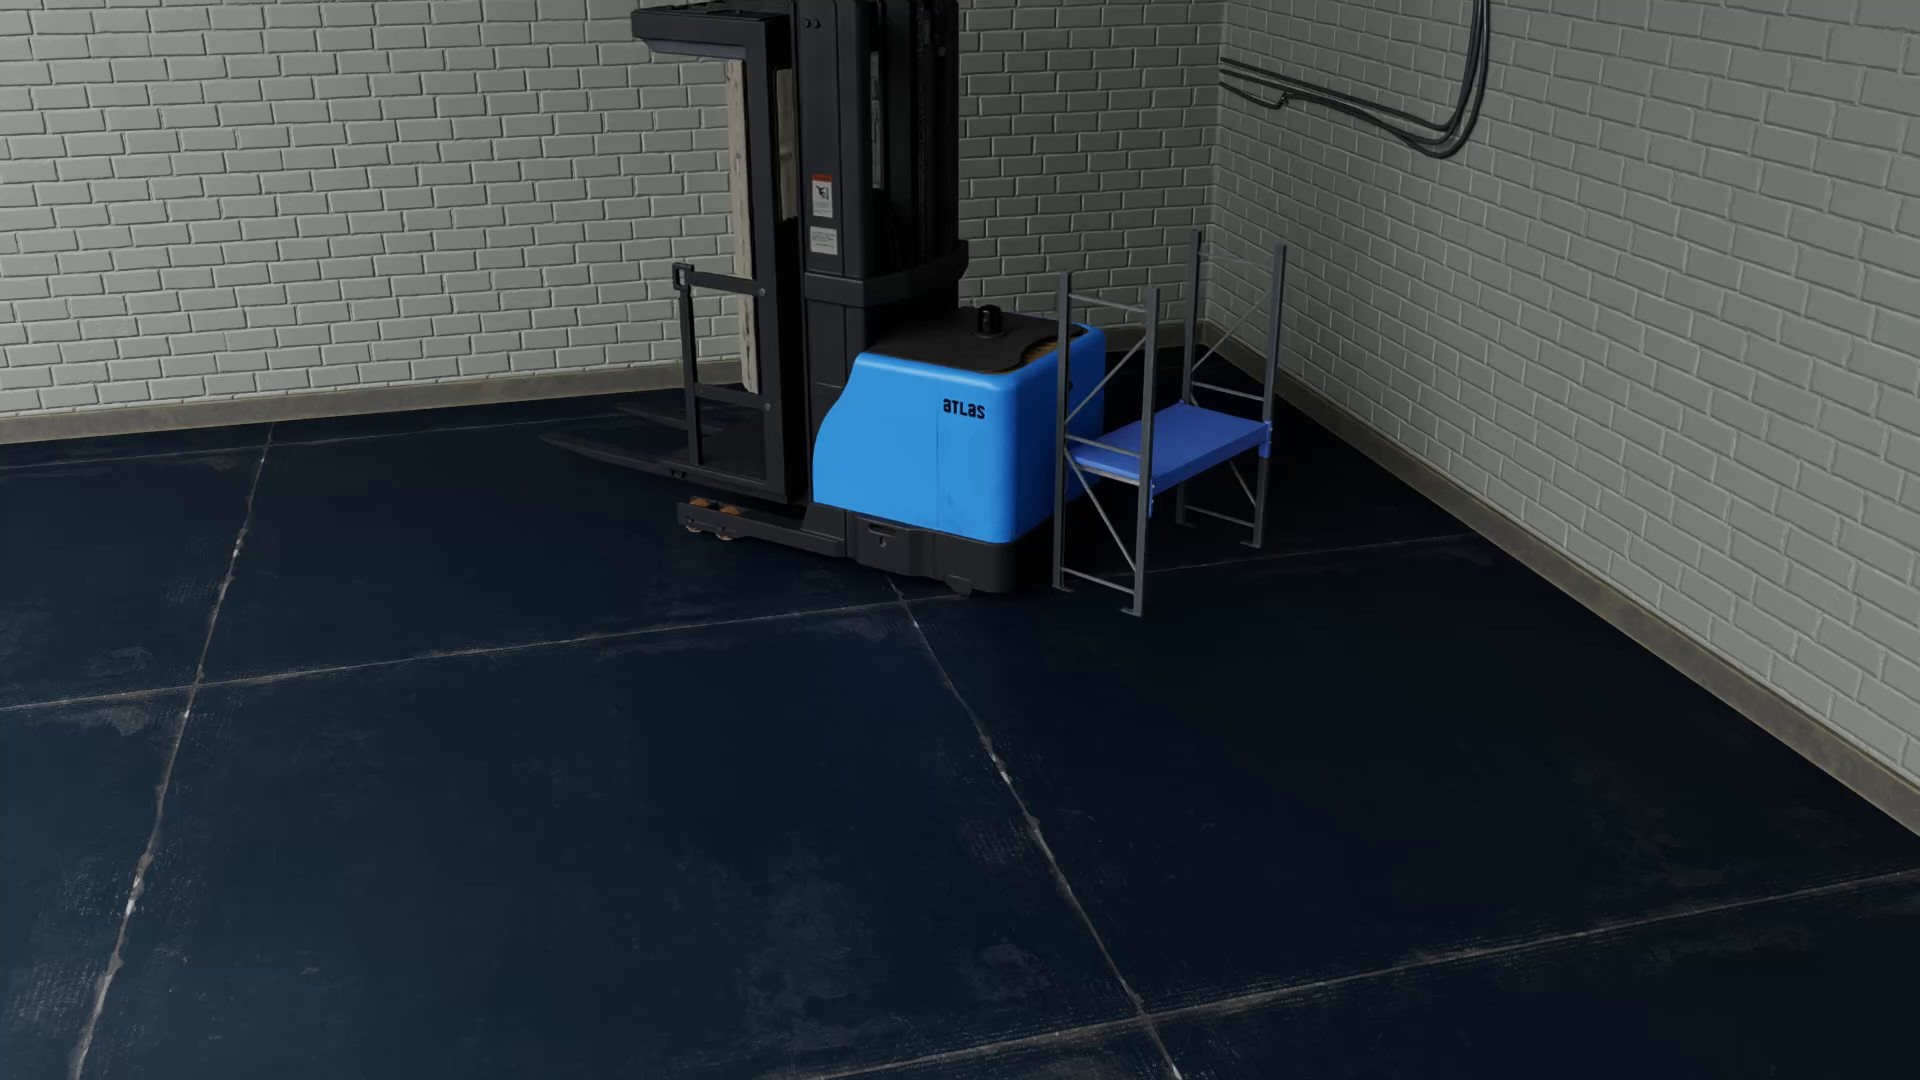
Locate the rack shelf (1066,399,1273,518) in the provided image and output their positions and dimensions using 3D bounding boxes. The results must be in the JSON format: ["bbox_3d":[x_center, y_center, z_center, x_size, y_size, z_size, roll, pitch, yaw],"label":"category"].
[{"bbox_3d":[0.960,-0.397,7.730,0.538,0.185,1.000,19,29,37],"label":"rack shelf"}]

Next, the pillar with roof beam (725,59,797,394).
[{"bbox_3d":[0.003,-3.480,4.948,0.400,9.000,9.100,-6,24,-14],"label":"pillar with roof beam"}]

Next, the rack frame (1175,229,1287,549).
[{"bbox_3d":[1.291,-0.715,8.014,0.500,1.500,0.032,19,29,37],"label":"rack frame"}]

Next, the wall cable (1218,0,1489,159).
[{"bbox_3d":[2.034,-3.499,8.930,0.112,2.526,3.097,-6,24,-14],"label":"wall cable"}]

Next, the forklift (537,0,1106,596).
[{"bbox_3d":[-0.820,-1.508,8.046,3.031,2.935,1.130,13,27,28],"label":"forklift"}]

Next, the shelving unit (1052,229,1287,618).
[{"bbox_3d":[0.960,-0.562,7.659,0.538,1.500,1.048,19,29,37],"label":"shelving unit"}]

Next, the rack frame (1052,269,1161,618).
[{"bbox_3d":[0.629,-0.410,7.304,0.500,1.500,0.032,19,29,37],"label":"rack frame"}]
